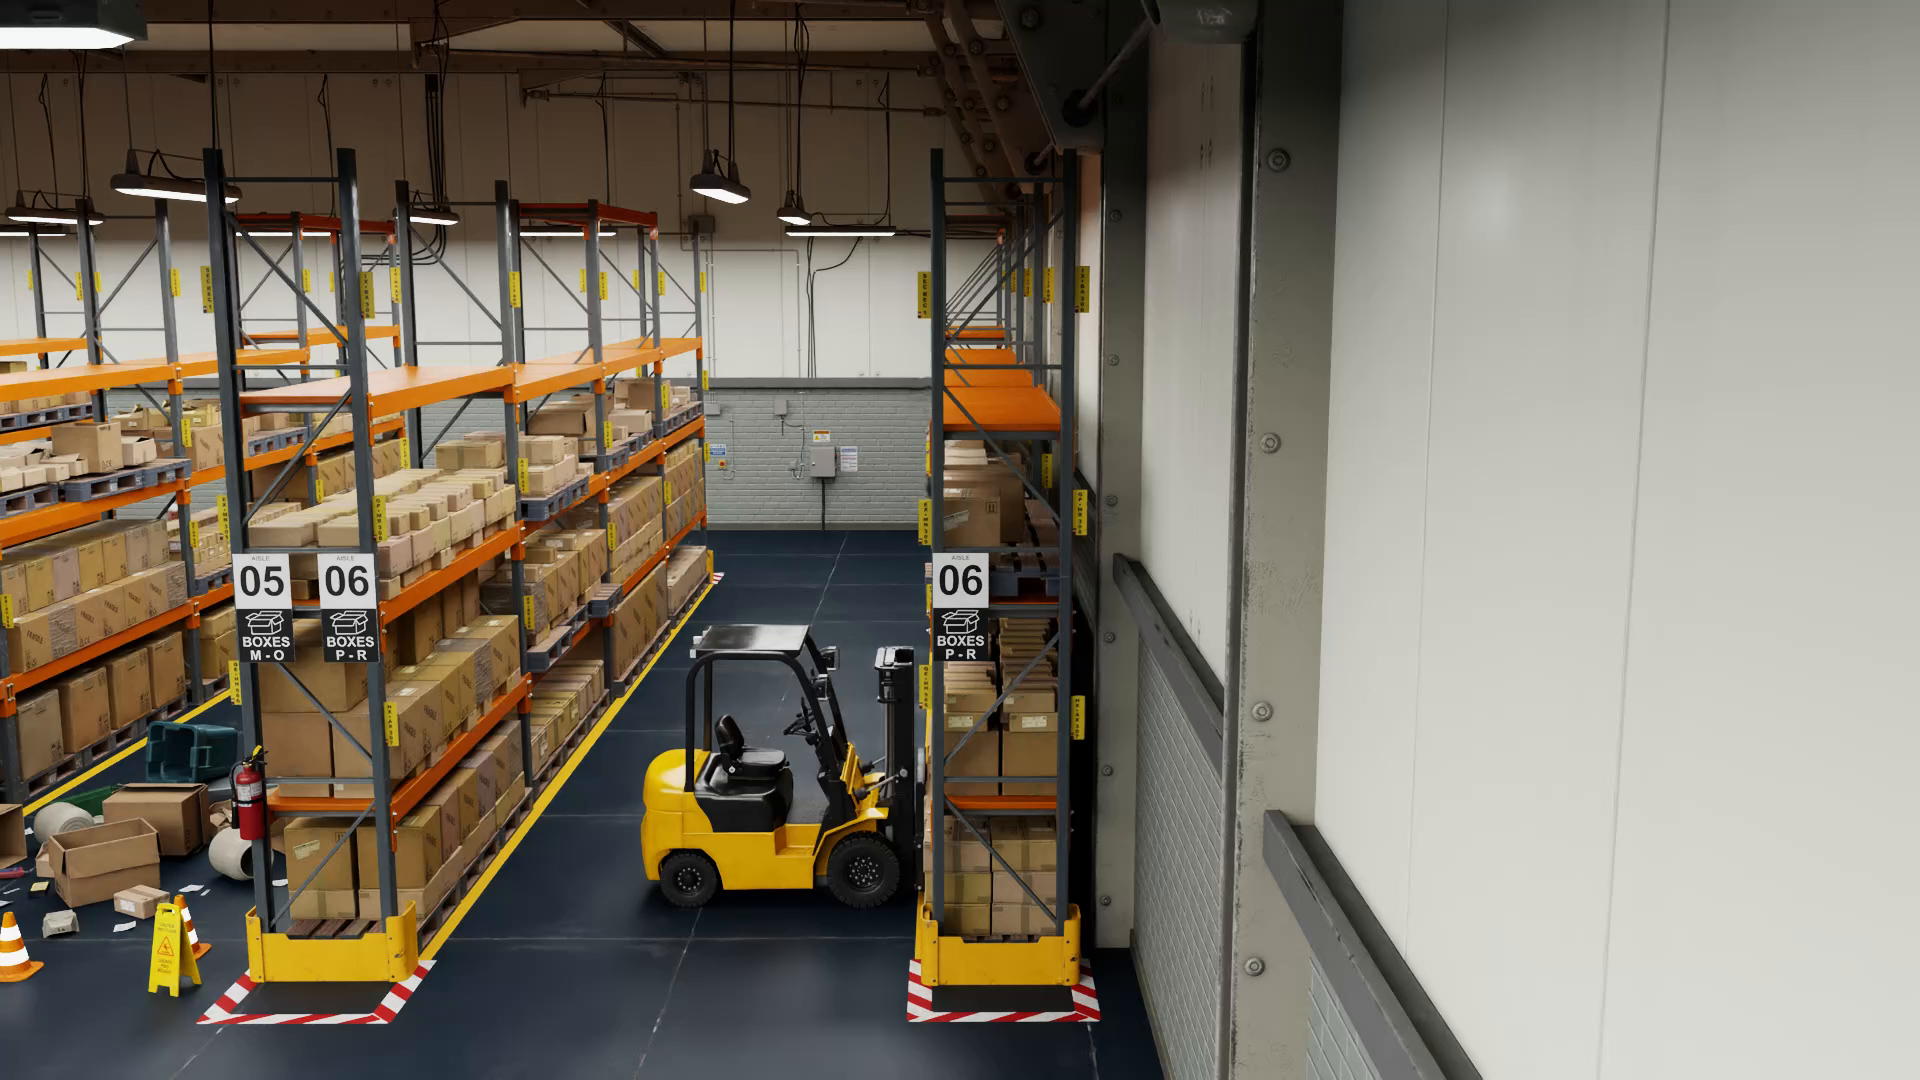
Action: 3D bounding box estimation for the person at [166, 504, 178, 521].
[{"bbox_3d":[-11.507,0.374,24.515,0.678,1.839,0.842,-1,9,-5],"label":"person"}]
